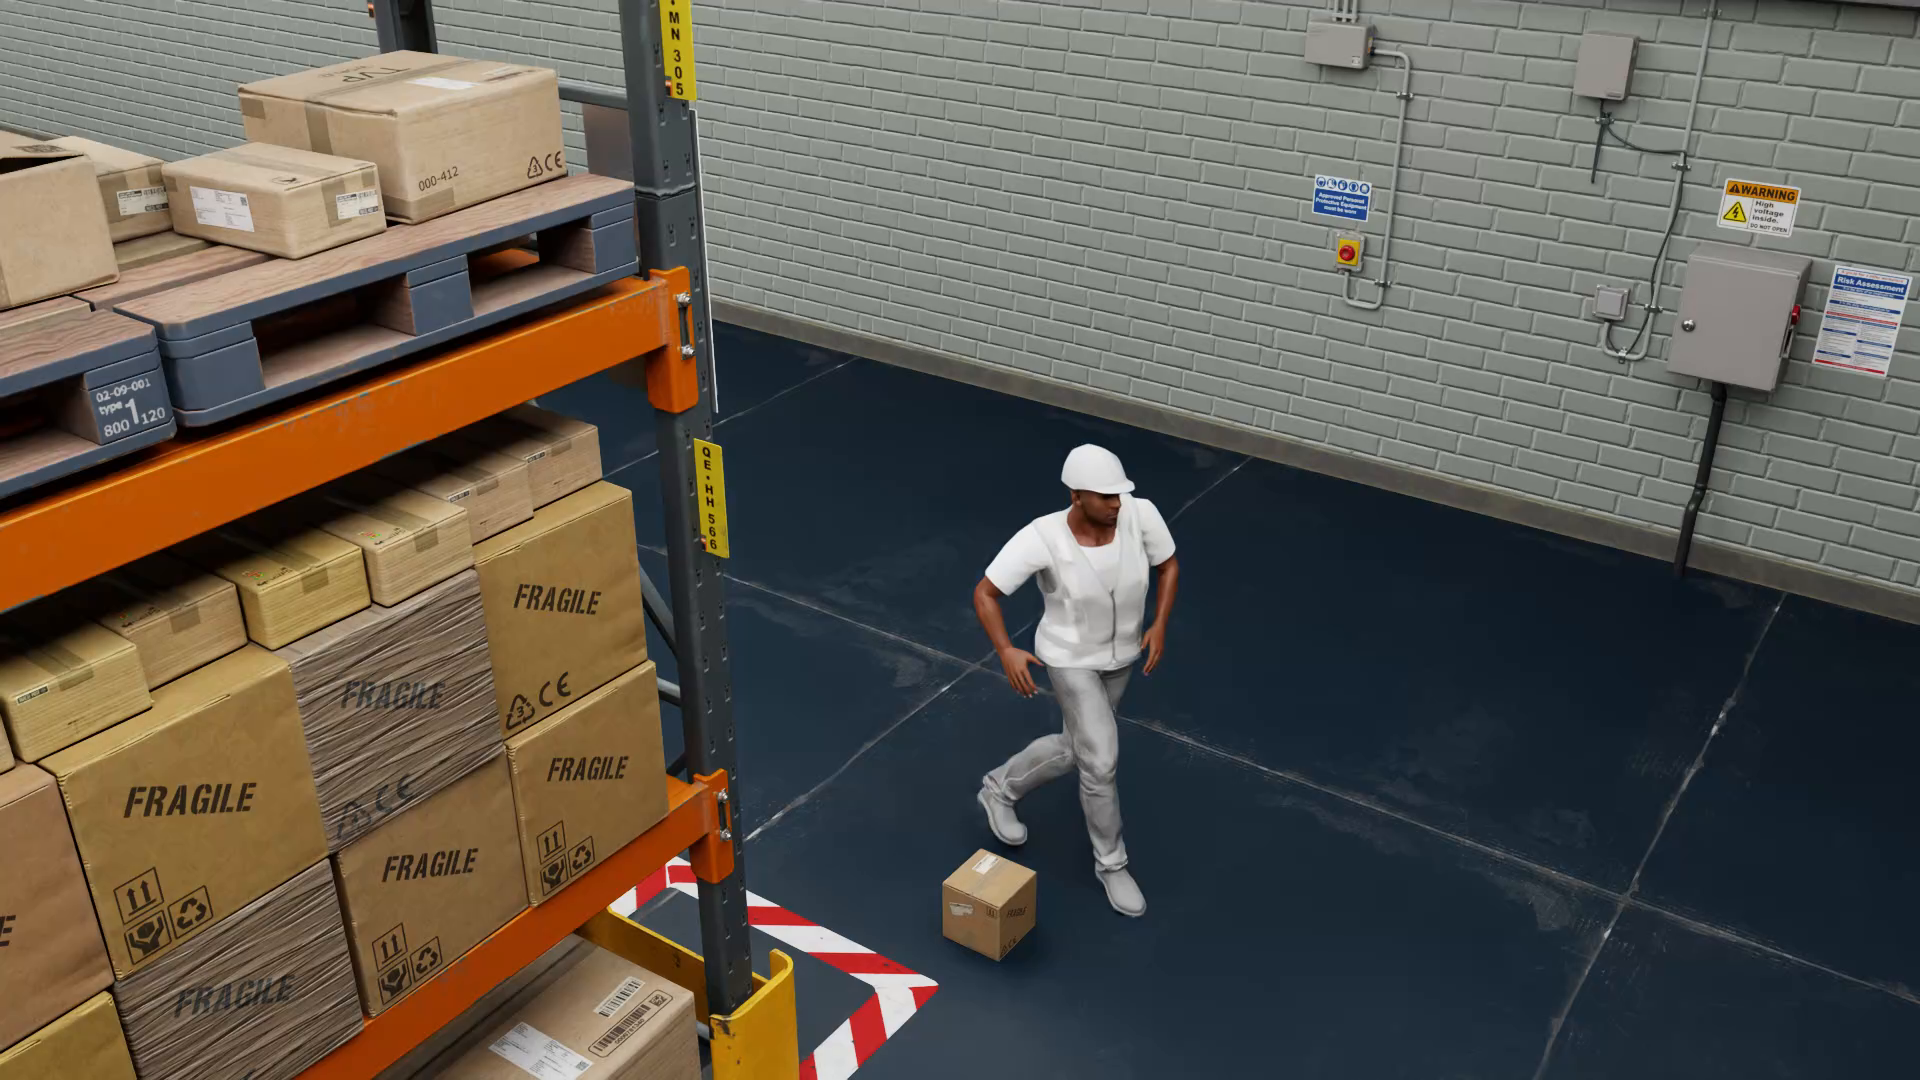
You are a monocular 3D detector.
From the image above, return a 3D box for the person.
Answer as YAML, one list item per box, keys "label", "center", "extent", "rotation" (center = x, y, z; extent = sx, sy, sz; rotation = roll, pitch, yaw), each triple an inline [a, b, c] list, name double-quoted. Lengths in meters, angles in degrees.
- label: "person"
  center: [0.535, 0.484, 6.215]
  extent: [0.792, 1.704, 0.839]
  rotation: [-14, 30, -25]
